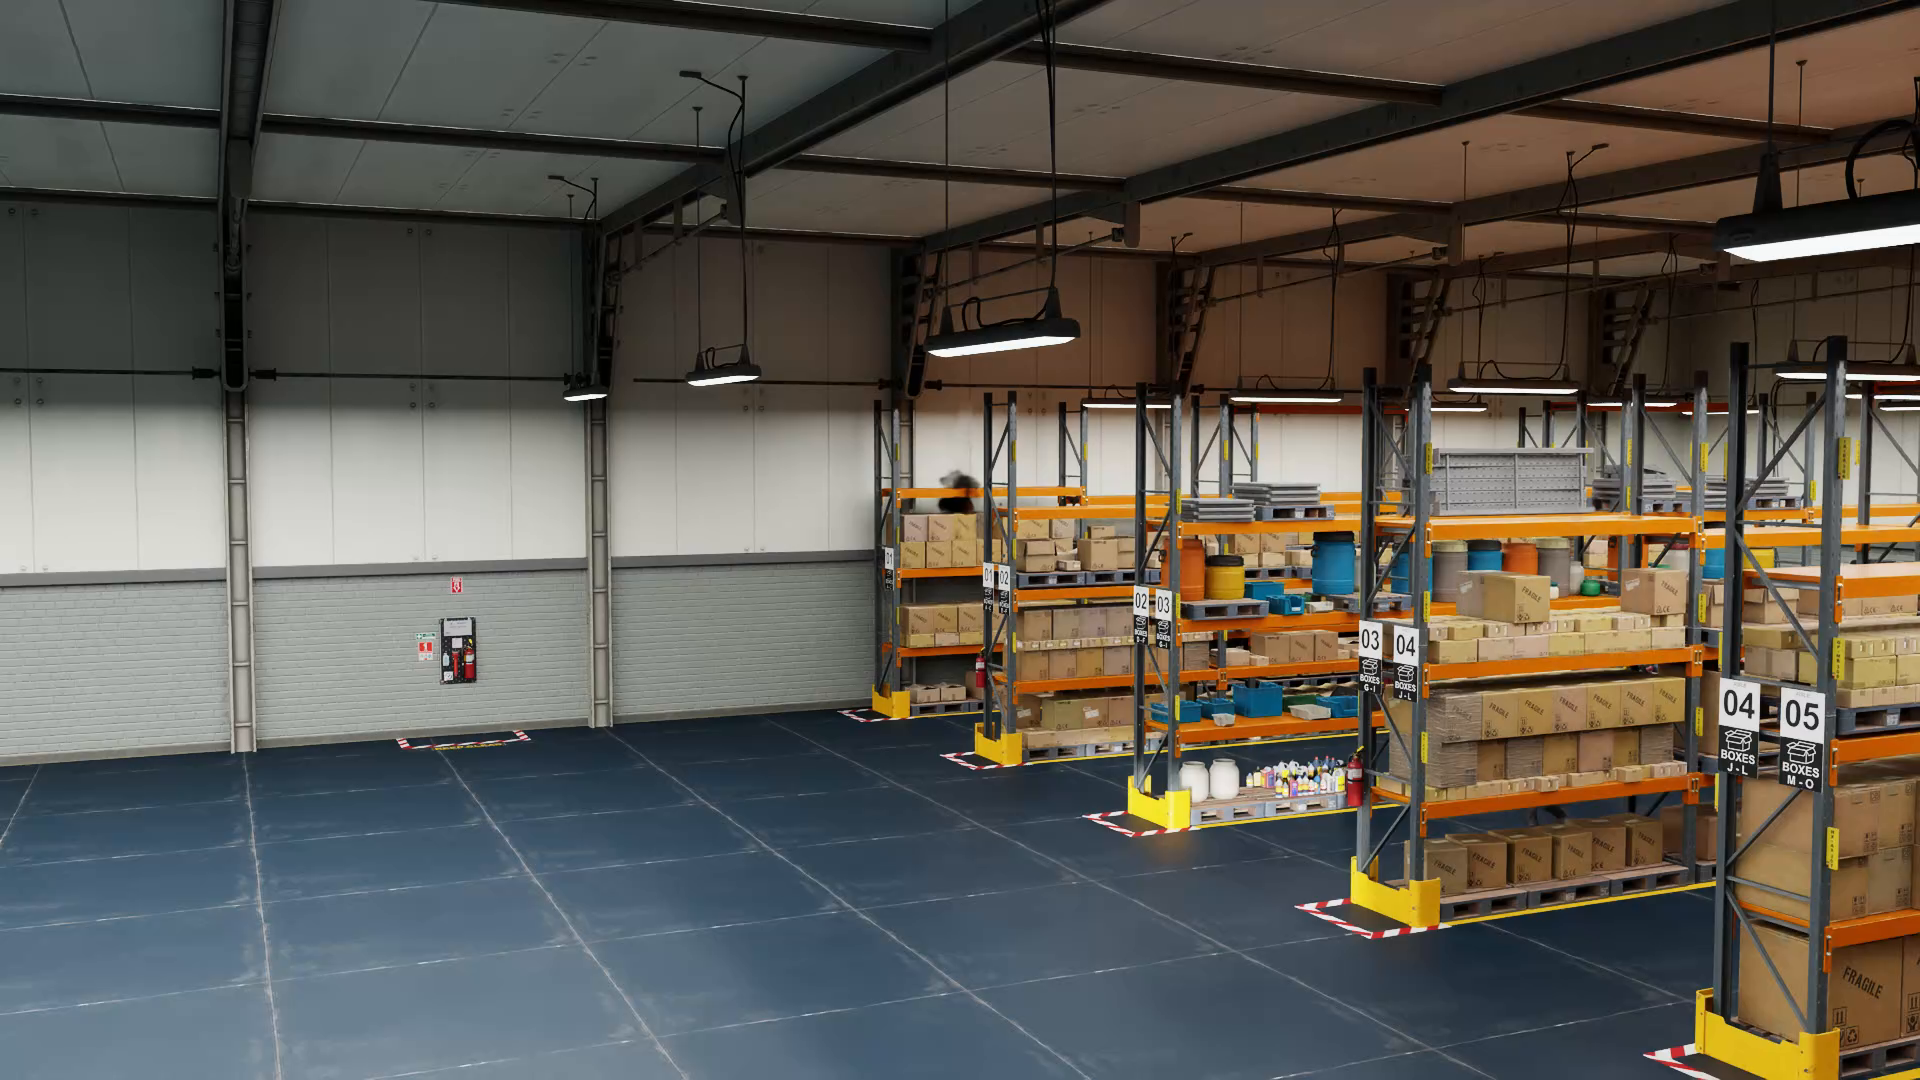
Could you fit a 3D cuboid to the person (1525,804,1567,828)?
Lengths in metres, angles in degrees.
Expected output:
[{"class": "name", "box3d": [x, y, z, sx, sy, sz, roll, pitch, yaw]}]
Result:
[{"class": "person", "box3d": [7.661, 3.079, 21.943, 0.705, 1.639, 0.567, -2, 4, -29]}]
